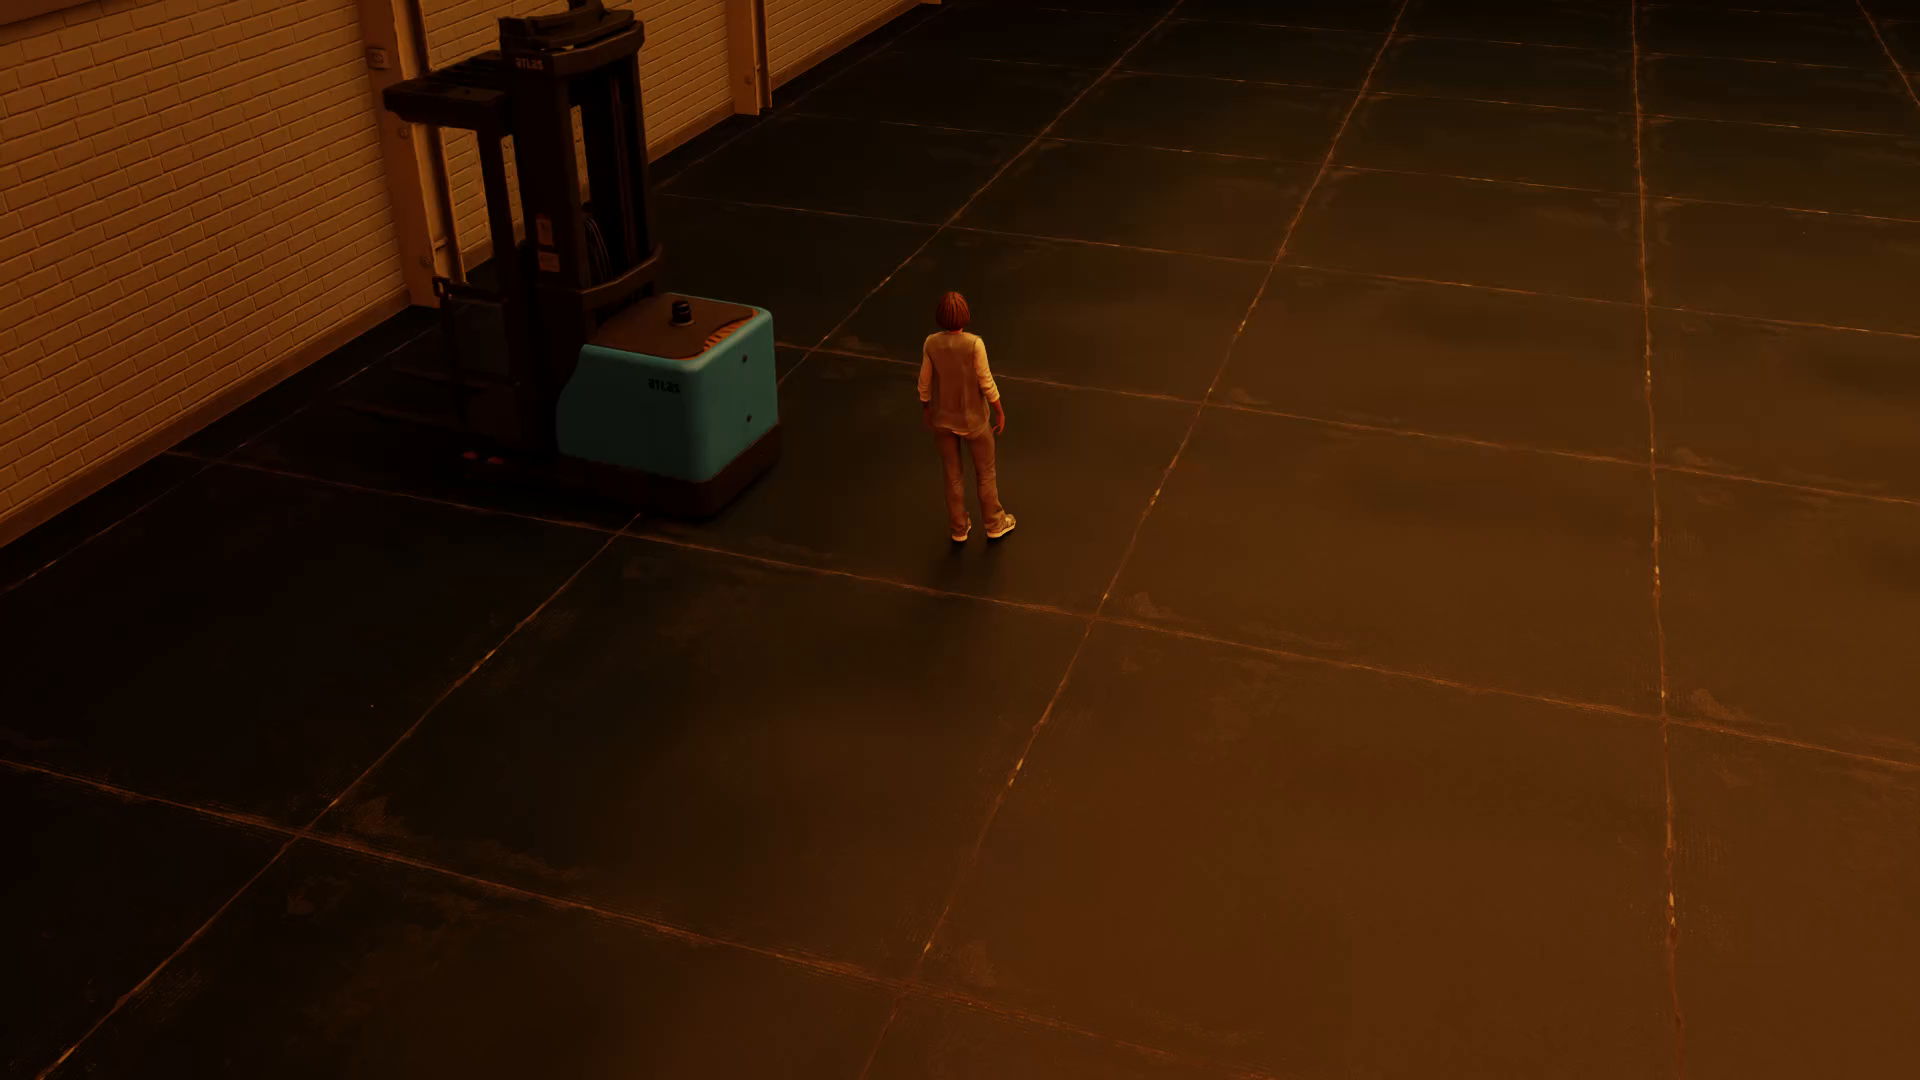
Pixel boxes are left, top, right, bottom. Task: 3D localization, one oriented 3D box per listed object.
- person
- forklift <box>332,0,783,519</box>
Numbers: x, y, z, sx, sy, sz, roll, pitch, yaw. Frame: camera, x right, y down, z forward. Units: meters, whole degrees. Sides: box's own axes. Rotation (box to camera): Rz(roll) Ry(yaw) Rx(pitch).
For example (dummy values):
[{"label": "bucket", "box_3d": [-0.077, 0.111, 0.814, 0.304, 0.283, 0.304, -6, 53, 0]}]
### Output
[{"label": "person", "box_3d": [0.037, -0.732, 9.753, 0.521, 1.596, 0.475, 10, 31, 16]}, {"label": "forklift", "box_3d": [-2.735, -1.867, 10.412, 3.031, 2.935, 1.130, 12, 32, 20]}]
